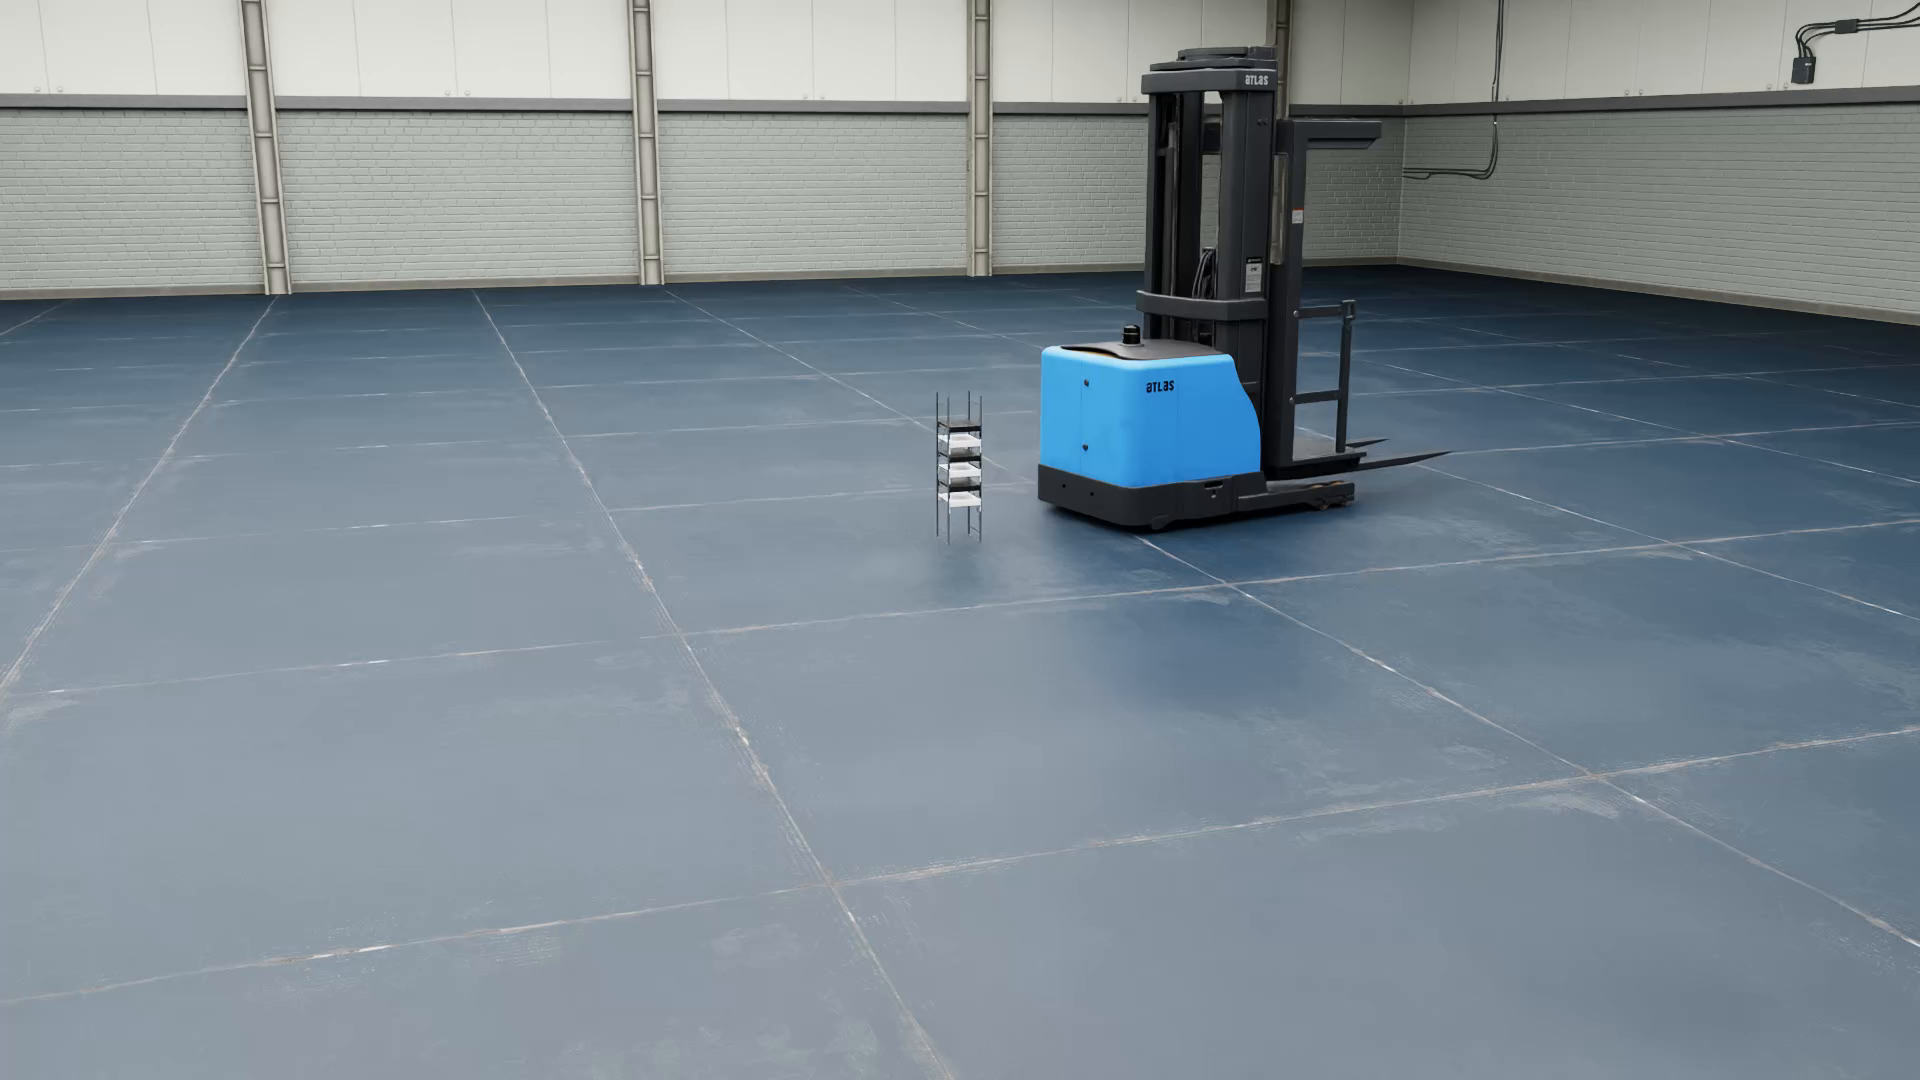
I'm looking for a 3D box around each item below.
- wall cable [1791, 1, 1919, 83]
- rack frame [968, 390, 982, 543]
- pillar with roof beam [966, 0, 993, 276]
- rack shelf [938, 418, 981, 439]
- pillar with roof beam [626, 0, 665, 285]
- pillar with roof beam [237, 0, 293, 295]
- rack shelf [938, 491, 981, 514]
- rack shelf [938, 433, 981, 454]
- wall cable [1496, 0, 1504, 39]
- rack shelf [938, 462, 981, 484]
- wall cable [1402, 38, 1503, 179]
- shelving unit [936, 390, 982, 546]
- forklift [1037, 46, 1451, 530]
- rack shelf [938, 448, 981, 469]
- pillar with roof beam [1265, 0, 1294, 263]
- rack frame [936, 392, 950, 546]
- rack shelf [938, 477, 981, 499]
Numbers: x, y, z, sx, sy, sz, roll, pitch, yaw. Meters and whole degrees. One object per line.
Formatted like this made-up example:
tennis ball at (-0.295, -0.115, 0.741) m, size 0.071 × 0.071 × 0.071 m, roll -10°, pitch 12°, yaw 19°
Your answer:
wall cable at (12.266, -9.194, 22.001) m, size 0.169 × 6.003 × 2.305 m, roll -4°, pitch 14°, yaw -18°
rack frame at (0.089, -0.445, 10.068) m, size 0.006 × 0.900 × 0.240 m, roll -4°, pitch 14°, yaw -18°
pillar with roof beam at (1.726, -8.309, 25.627) m, size 0.400 × 9.000 × 9.100 m, roll -4°, pitch 14°, yaw -18°
rack shelf at (-0.008, -0.667, 9.981) m, size 0.200 × 0.077 × 0.258 m, roll -4°, pitch 14°, yaw -18°
pillar with roof beam at (-3.961, -7.866, 23.766) m, size 0.400 × 9.000 × 9.100 m, roll -4°, pitch 14°, yaw -18°
pillar with roof beam at (-9.647, -7.423, 21.904) m, size 0.400 × 9.000 × 9.100 m, roll -4°, pitch 14°, yaw -18°
rack shelf at (-0.008, -0.230, 10.086) m, size 0.200 × 0.077 × 0.258 m, roll -4°, pitch 14°, yaw -18°
rack shelf at (-0.008, -0.580, 10.002) m, size 0.200 × 0.077 × 0.258 m, roll -4°, pitch 14°, yaw -18°
wall cable at (10.116, -9.976, 28.434) m, size 0.112 × 2.526 × 3.097 m, roll -4°, pitch 14°, yaw -18°
rack shelf at (-0.008, -0.405, 10.044) m, size 0.200 × 0.077 × 0.258 m, roll -4°, pitch 14°, yaw -18°
wall cable at (9.254, -8.113, 31.513) m, size 0.112 × 2.526 × 3.097 m, roll -4°, pitch 14°, yaw -18°
shelving unit at (-0.008, -0.437, 10.036) m, size 0.210 × 0.900 × 0.258 m, roll -4°, pitch 14°, yaw -18°
forklift at (2.034, -1.719, 11.037) m, size 3.031 × 2.935 × 1.130 m, roll -8°, pitch 16°, yaw -31°
rack shelf at (-0.008, -0.492, 10.023) m, size 0.200 × 0.077 × 0.258 m, roll -4°, pitch 14°, yaw -18°
pillar with roof beam at (7.413, -8.752, 27.489) m, size 0.400 × 9.000 × 9.100 m, roll -4°, pitch 14°, yaw -18°
rack frame at (-0.104, -0.430, 10.005) m, size 0.006 × 0.900 × 0.240 m, roll -4°, pitch 14°, yaw -18°
rack shelf at (-0.008, -0.317, 10.065) m, size 0.200 × 0.077 × 0.258 m, roll -4°, pitch 14°, yaw -18°
